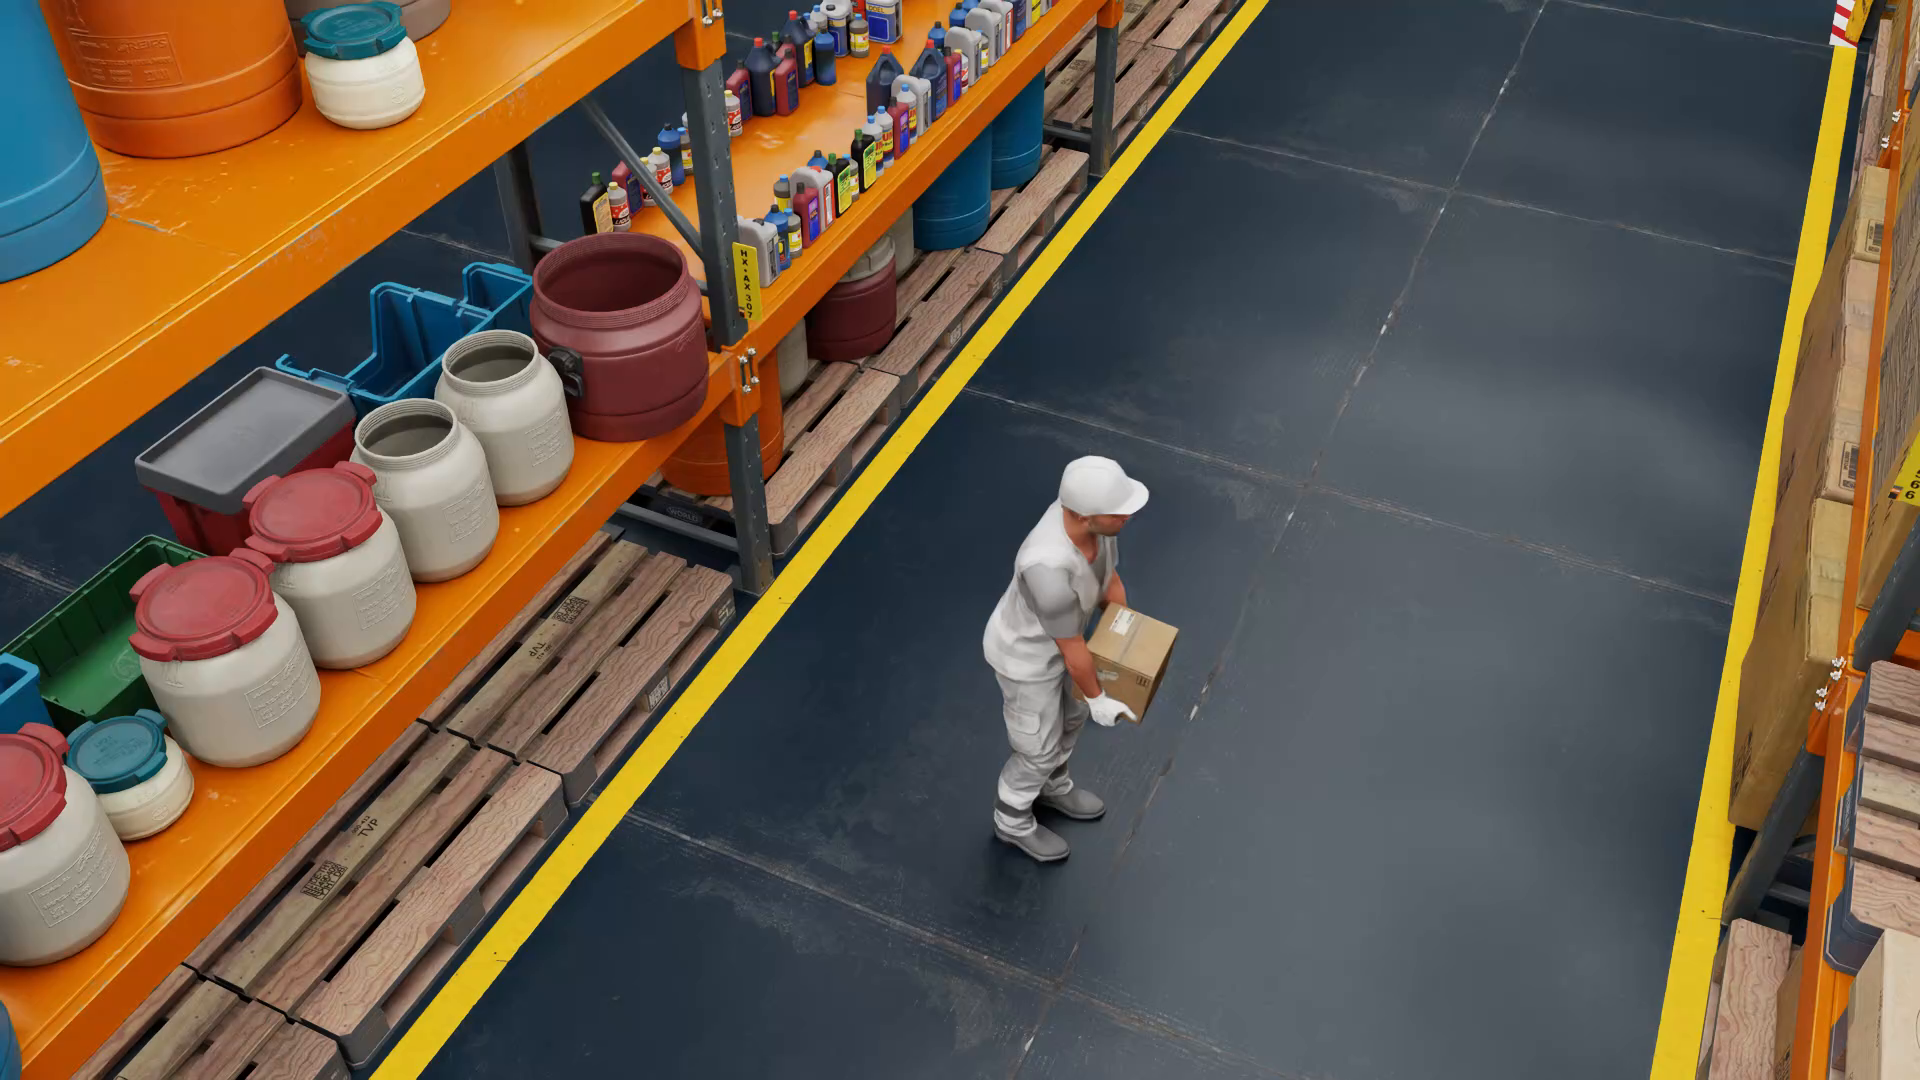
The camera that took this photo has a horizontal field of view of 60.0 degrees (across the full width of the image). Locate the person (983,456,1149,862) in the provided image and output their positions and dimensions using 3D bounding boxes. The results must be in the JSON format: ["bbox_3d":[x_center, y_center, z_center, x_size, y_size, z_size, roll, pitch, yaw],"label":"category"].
[{"bbox_3d":[0.385,0.407,5.703,0.582,1.760,0.491,16,44,18],"label":"person"}]
